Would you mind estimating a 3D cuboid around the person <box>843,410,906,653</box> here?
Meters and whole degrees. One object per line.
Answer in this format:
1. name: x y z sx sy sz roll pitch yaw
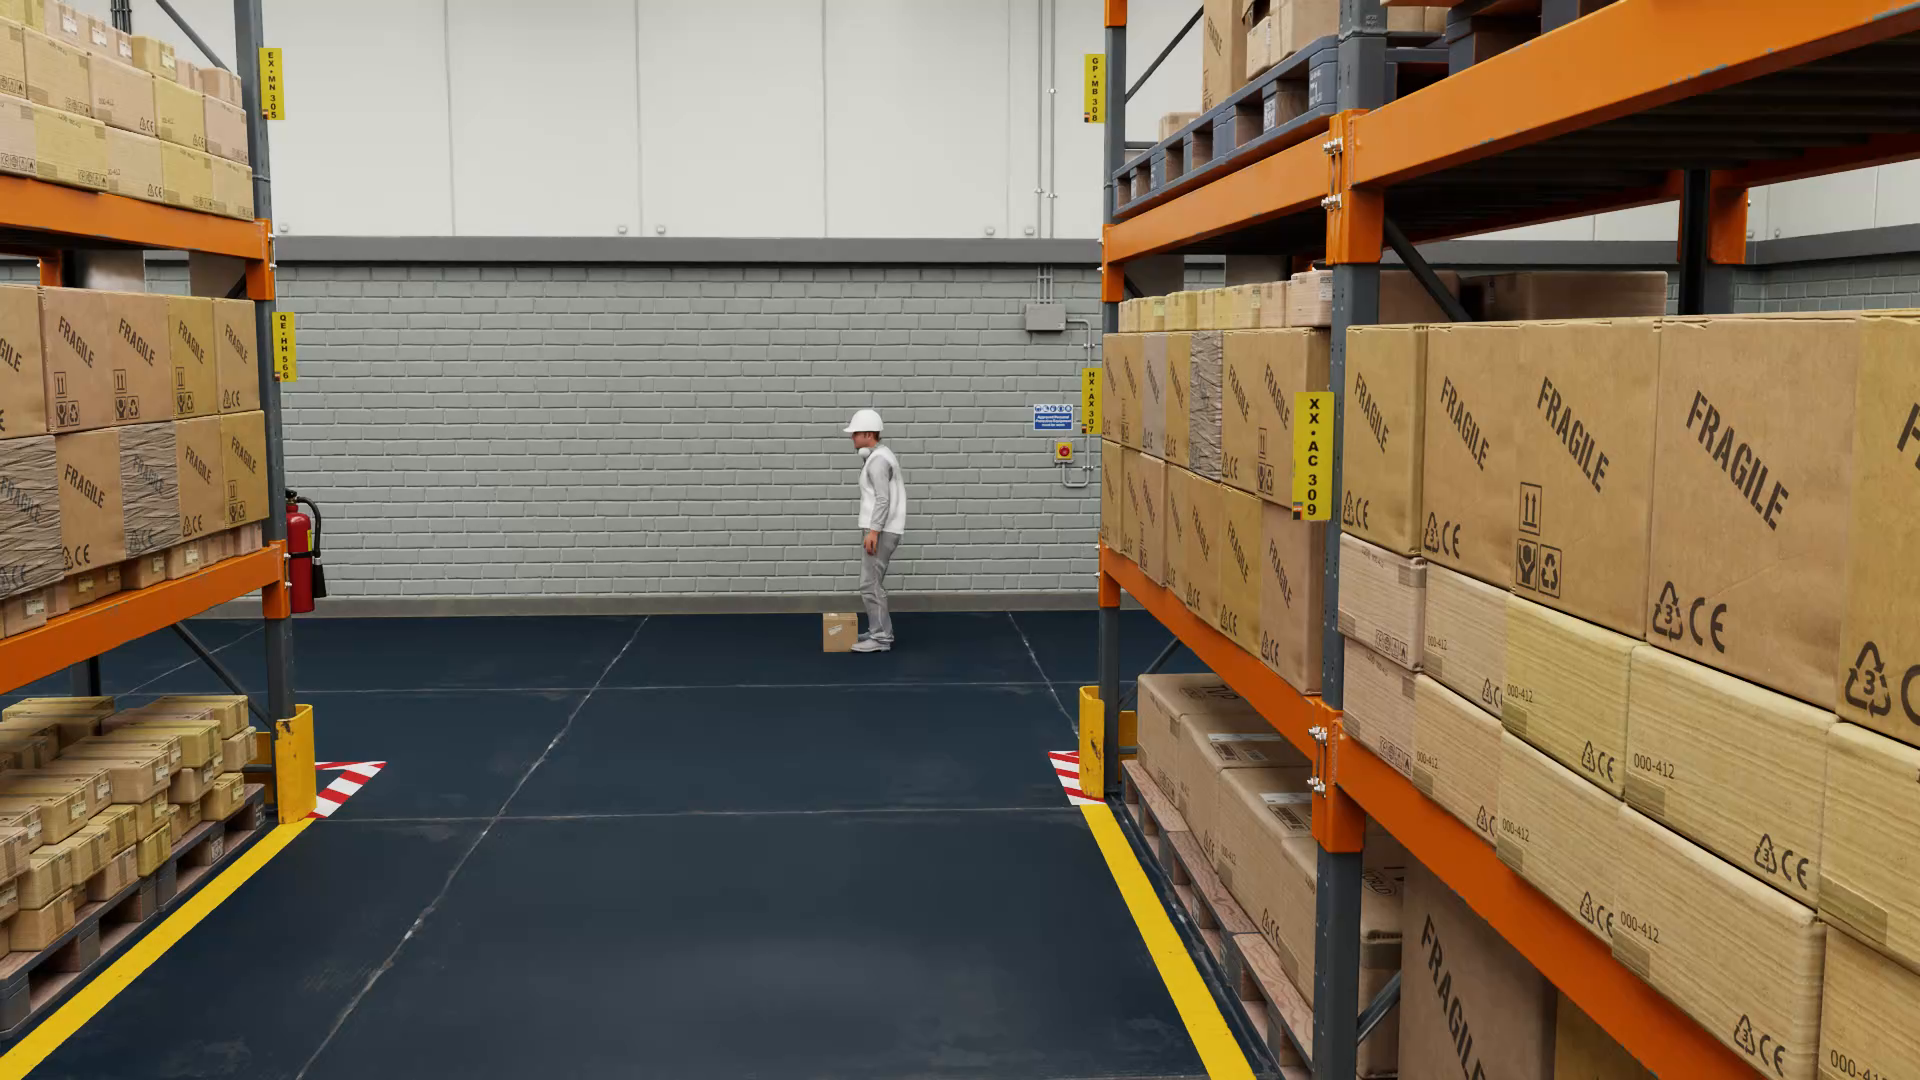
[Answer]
1. person: -0.625 -0.075 12.260 0.461 1.770 0.580 -1 7 -6
